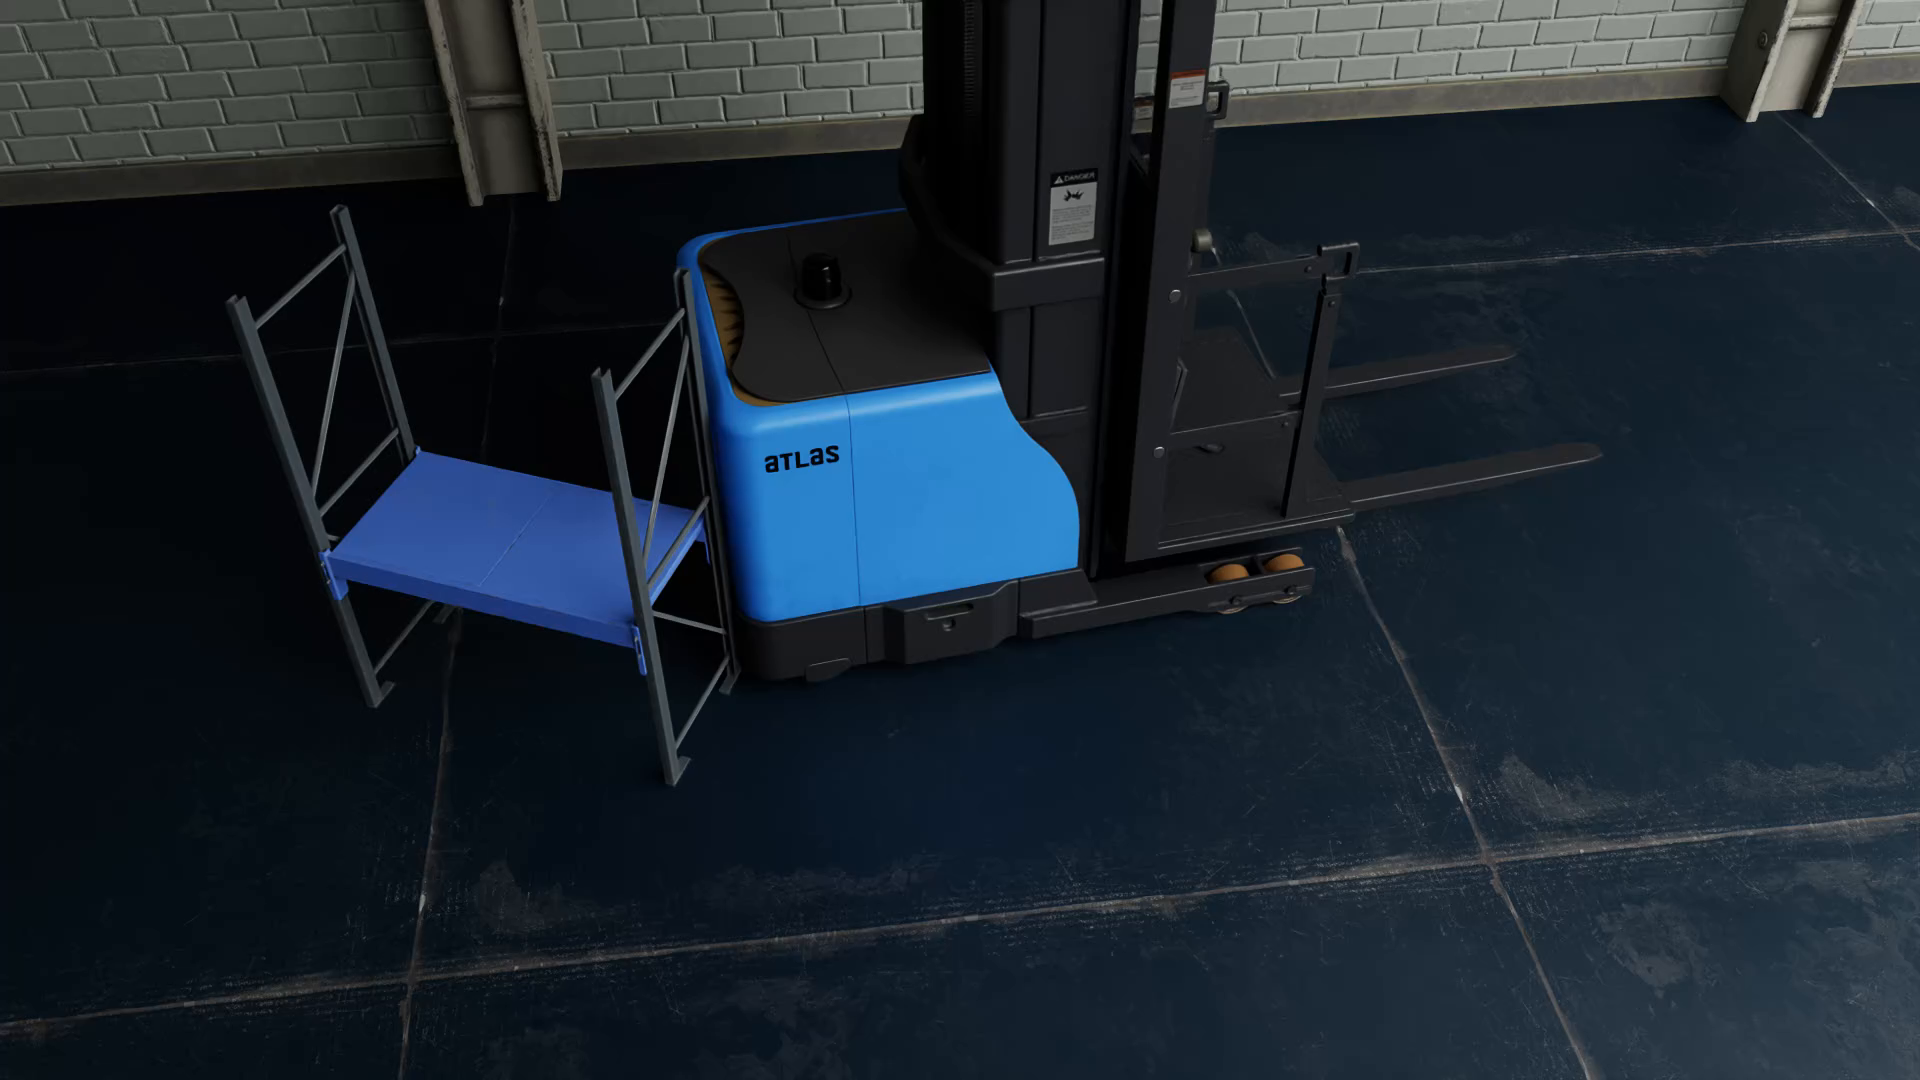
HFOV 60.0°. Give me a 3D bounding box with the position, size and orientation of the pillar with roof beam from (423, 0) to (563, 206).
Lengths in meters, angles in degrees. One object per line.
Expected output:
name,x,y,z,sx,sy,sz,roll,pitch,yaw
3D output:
pillar with roof beam,-1.449,-2.086,1.344,0.400,9.000,9.100,-5,42,-6

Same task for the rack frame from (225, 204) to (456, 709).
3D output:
rack frame,-1.754,-0.194,4.845,0.032,1.500,0.500,12,43,13

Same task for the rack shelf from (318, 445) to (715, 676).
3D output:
rack shelf,-1.270,0.043,4.851,1.000,0.185,0.538,12,43,13

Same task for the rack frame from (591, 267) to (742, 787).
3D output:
rack frame,-0.786,0.013,4.615,0.032,1.500,0.500,12,43,13

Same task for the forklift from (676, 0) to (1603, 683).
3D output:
forklift,0.676,-1.179,4.869,3.031,2.935,1.130,-10,43,-11

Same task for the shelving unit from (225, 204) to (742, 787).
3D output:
shelving unit,-1.270,-0.090,4.730,1.048,1.500,0.538,12,43,13

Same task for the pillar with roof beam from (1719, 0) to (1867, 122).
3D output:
pillar with roof beam,4.501,-2.607,1.921,0.400,9.000,9.100,-5,42,-6
